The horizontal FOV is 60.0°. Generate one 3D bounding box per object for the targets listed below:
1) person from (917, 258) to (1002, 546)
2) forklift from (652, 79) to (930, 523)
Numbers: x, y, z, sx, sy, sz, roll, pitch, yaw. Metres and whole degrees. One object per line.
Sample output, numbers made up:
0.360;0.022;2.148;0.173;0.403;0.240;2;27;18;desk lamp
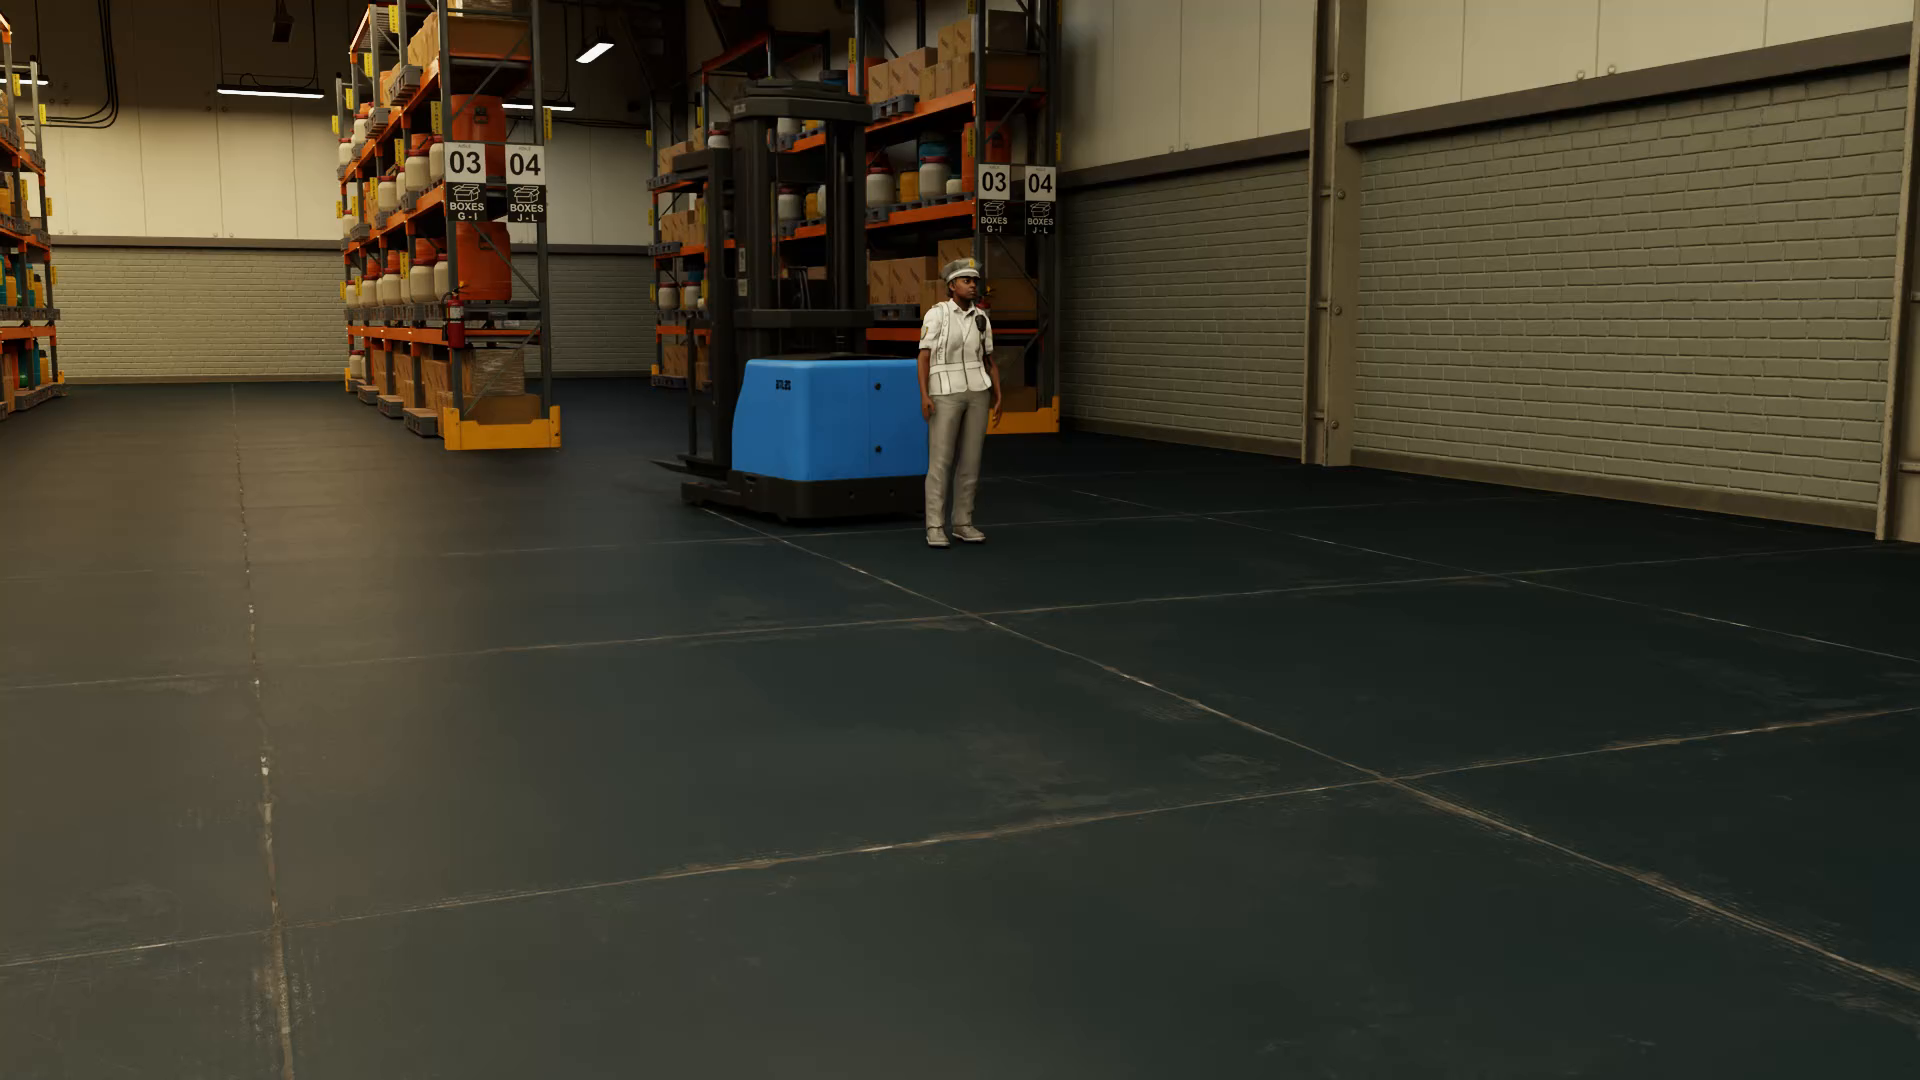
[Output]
0.012;-0.836;9.967;0.570;1.692;0.530;-3;8;-23;person
-1.375;-1.716;11.960;1.130;2.935;3.031;-5;9;-31;forklift
